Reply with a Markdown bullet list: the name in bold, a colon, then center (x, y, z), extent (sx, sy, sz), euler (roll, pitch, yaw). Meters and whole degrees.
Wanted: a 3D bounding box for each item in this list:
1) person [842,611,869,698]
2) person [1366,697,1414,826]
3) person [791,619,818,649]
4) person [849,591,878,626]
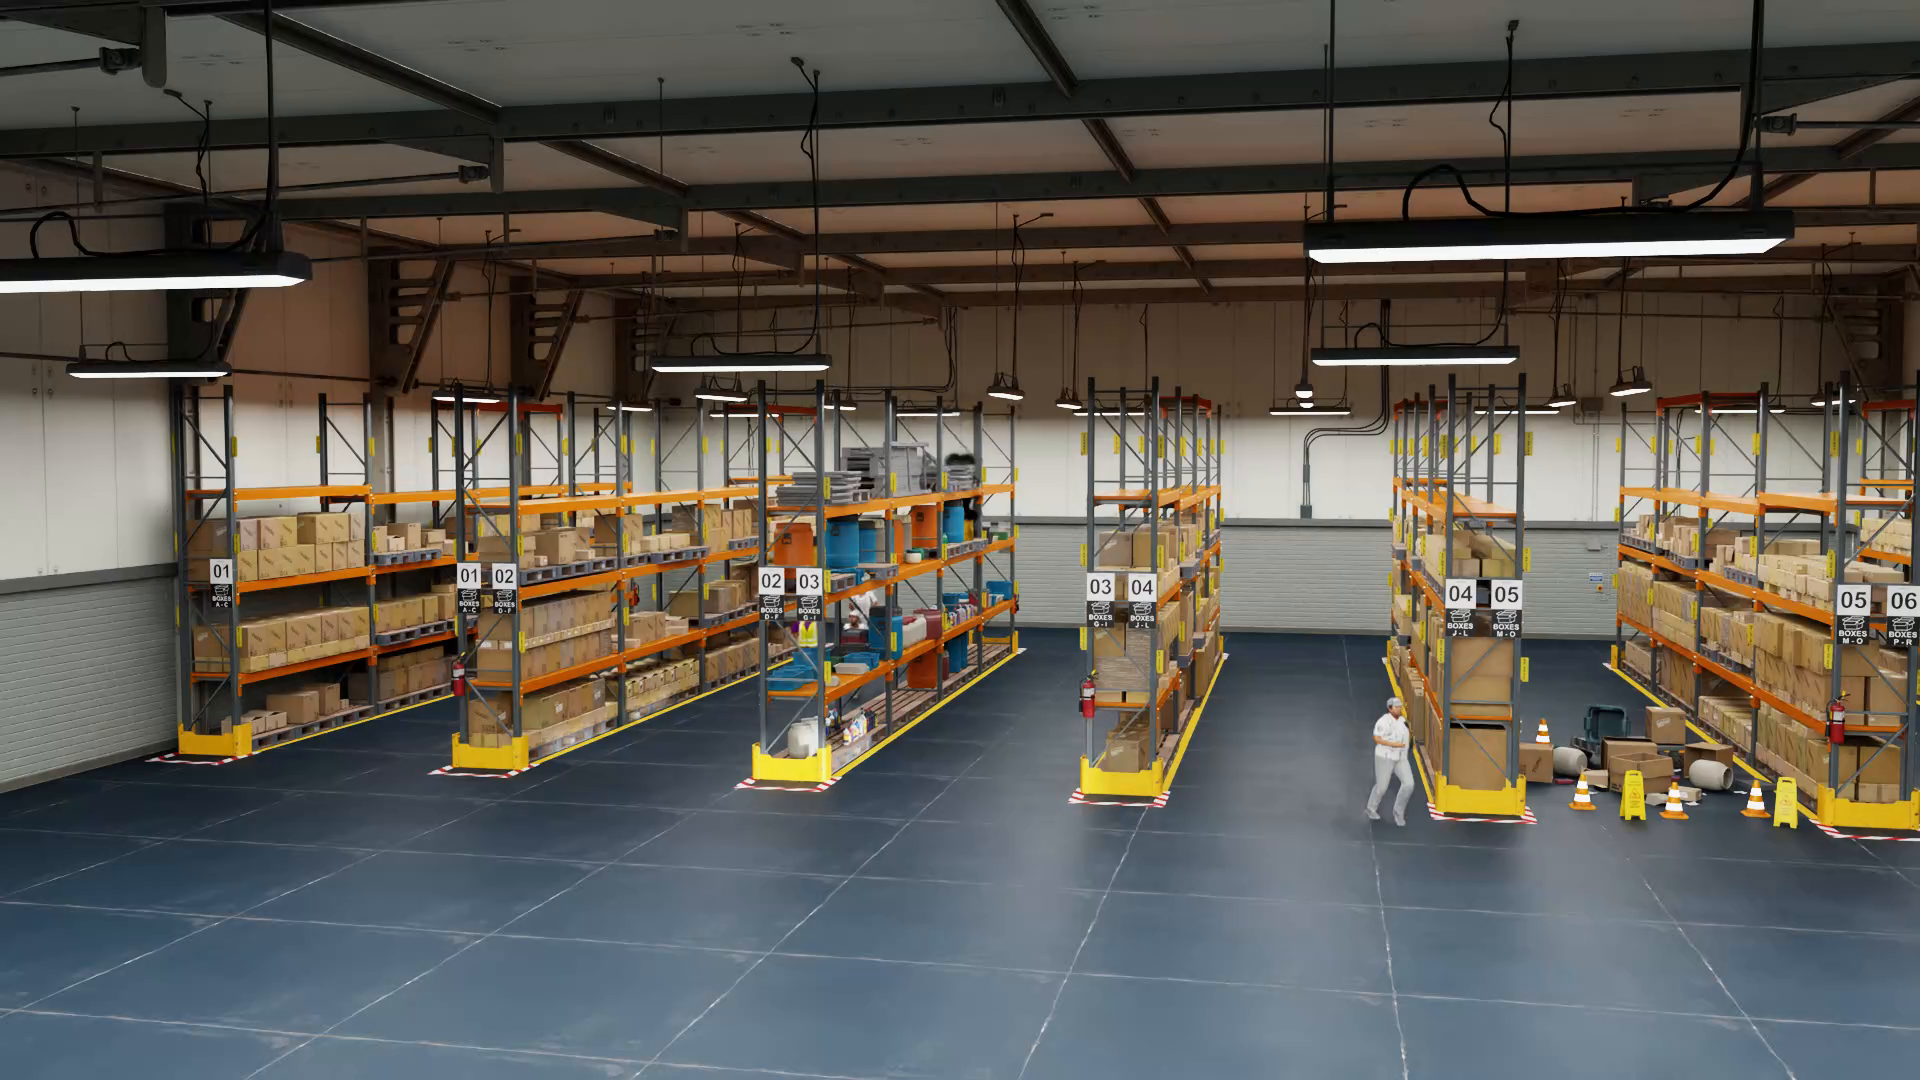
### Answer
- **person**: center (-2.093, 2.278, 33.123), extent (0.666, 1.746, 0.618), euler (1, 3, 9)
- **person**: center (5.750, 2.947, 22.137), extent (0.609, 1.716, 0.658), euler (-1, 4, -24)
- **person**: center (-3.118, 2.205, 34.044), extent (0.640, 1.796, 0.890), euler (1, 3, 9)
- **person**: center (-2.365, 1.874, 40.811), extent (0.706, 1.713, 0.891), euler (-1, 3, -9)
